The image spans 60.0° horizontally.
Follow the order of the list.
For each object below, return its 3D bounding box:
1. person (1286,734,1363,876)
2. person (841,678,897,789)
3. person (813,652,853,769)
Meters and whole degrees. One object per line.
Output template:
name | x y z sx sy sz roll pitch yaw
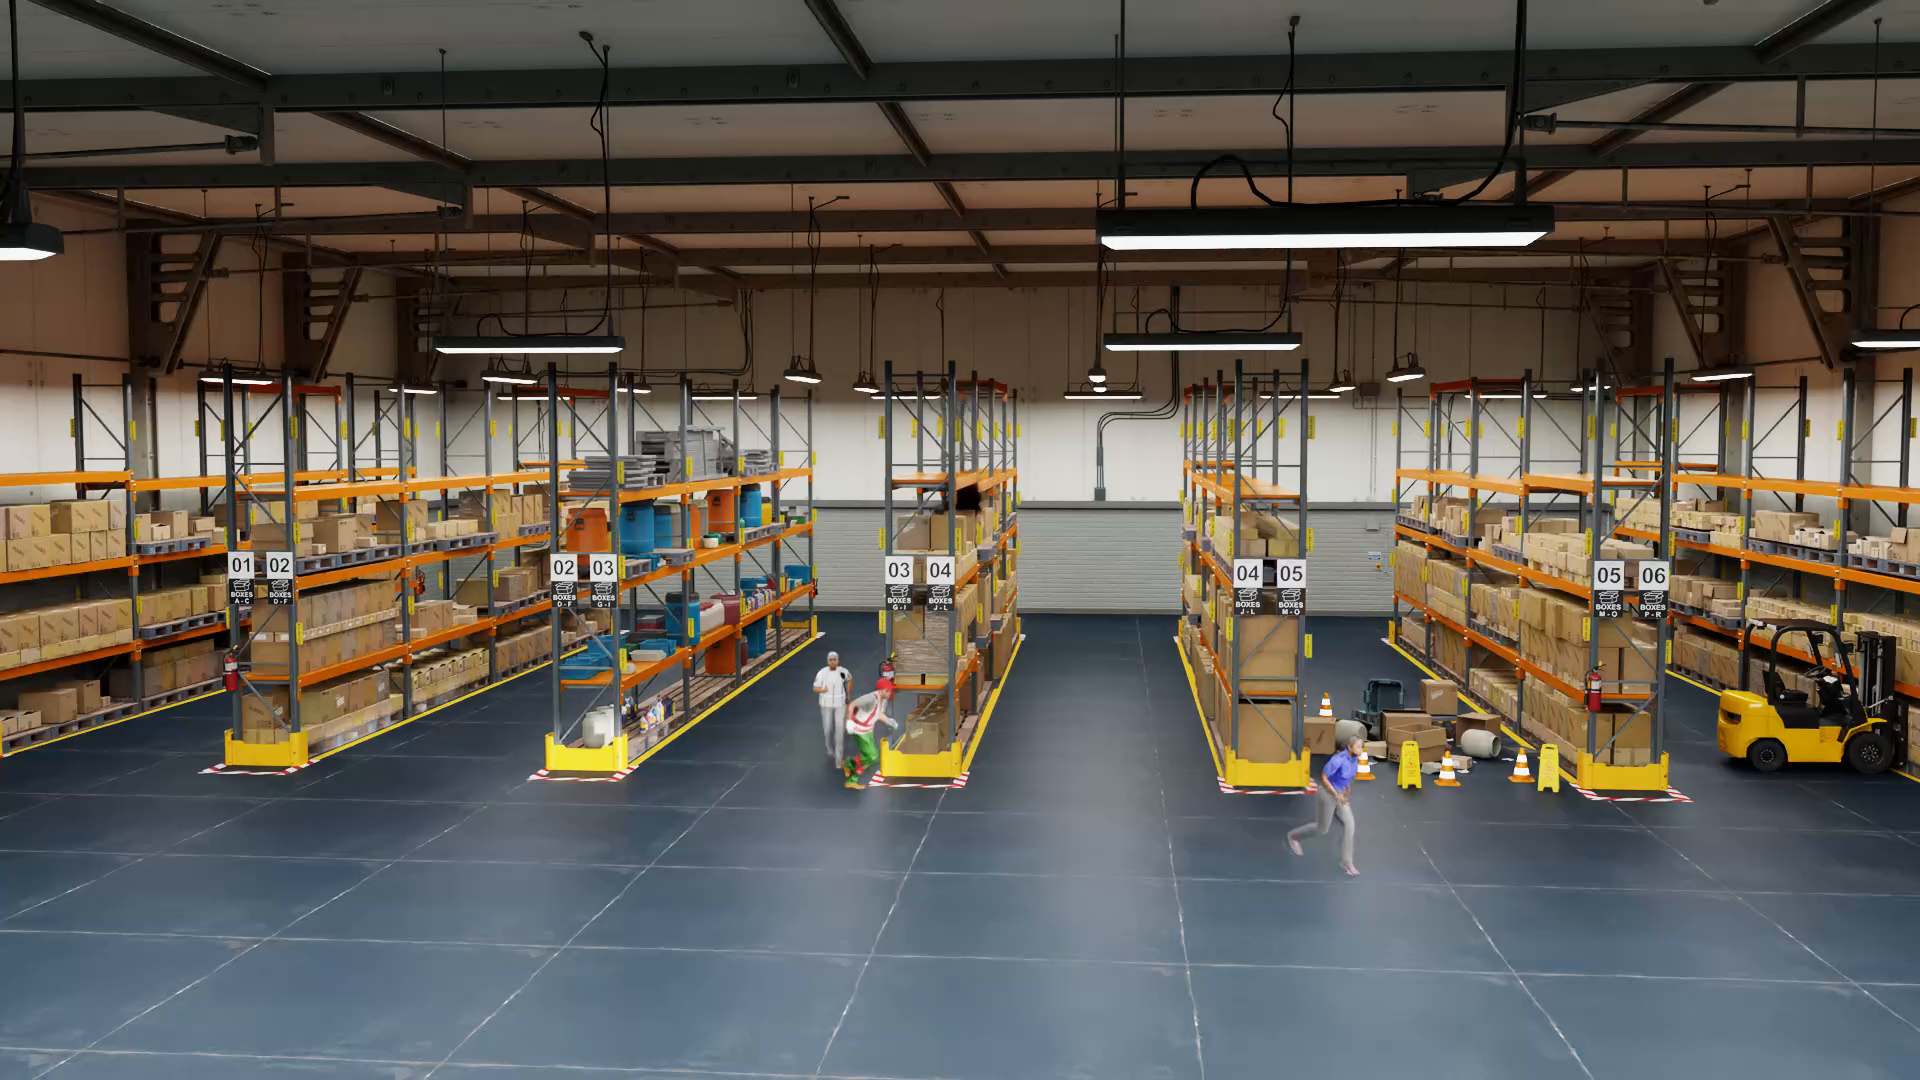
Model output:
person | 4.191 2.982 19.053 0.957 1.615 0.602 3 5 39
person | -1.288 2.697 23.063 0.828 1.591 0.694 2 4 26
person | -1.905 2.514 24.966 0.599 1.690 0.880 0 4 -3
